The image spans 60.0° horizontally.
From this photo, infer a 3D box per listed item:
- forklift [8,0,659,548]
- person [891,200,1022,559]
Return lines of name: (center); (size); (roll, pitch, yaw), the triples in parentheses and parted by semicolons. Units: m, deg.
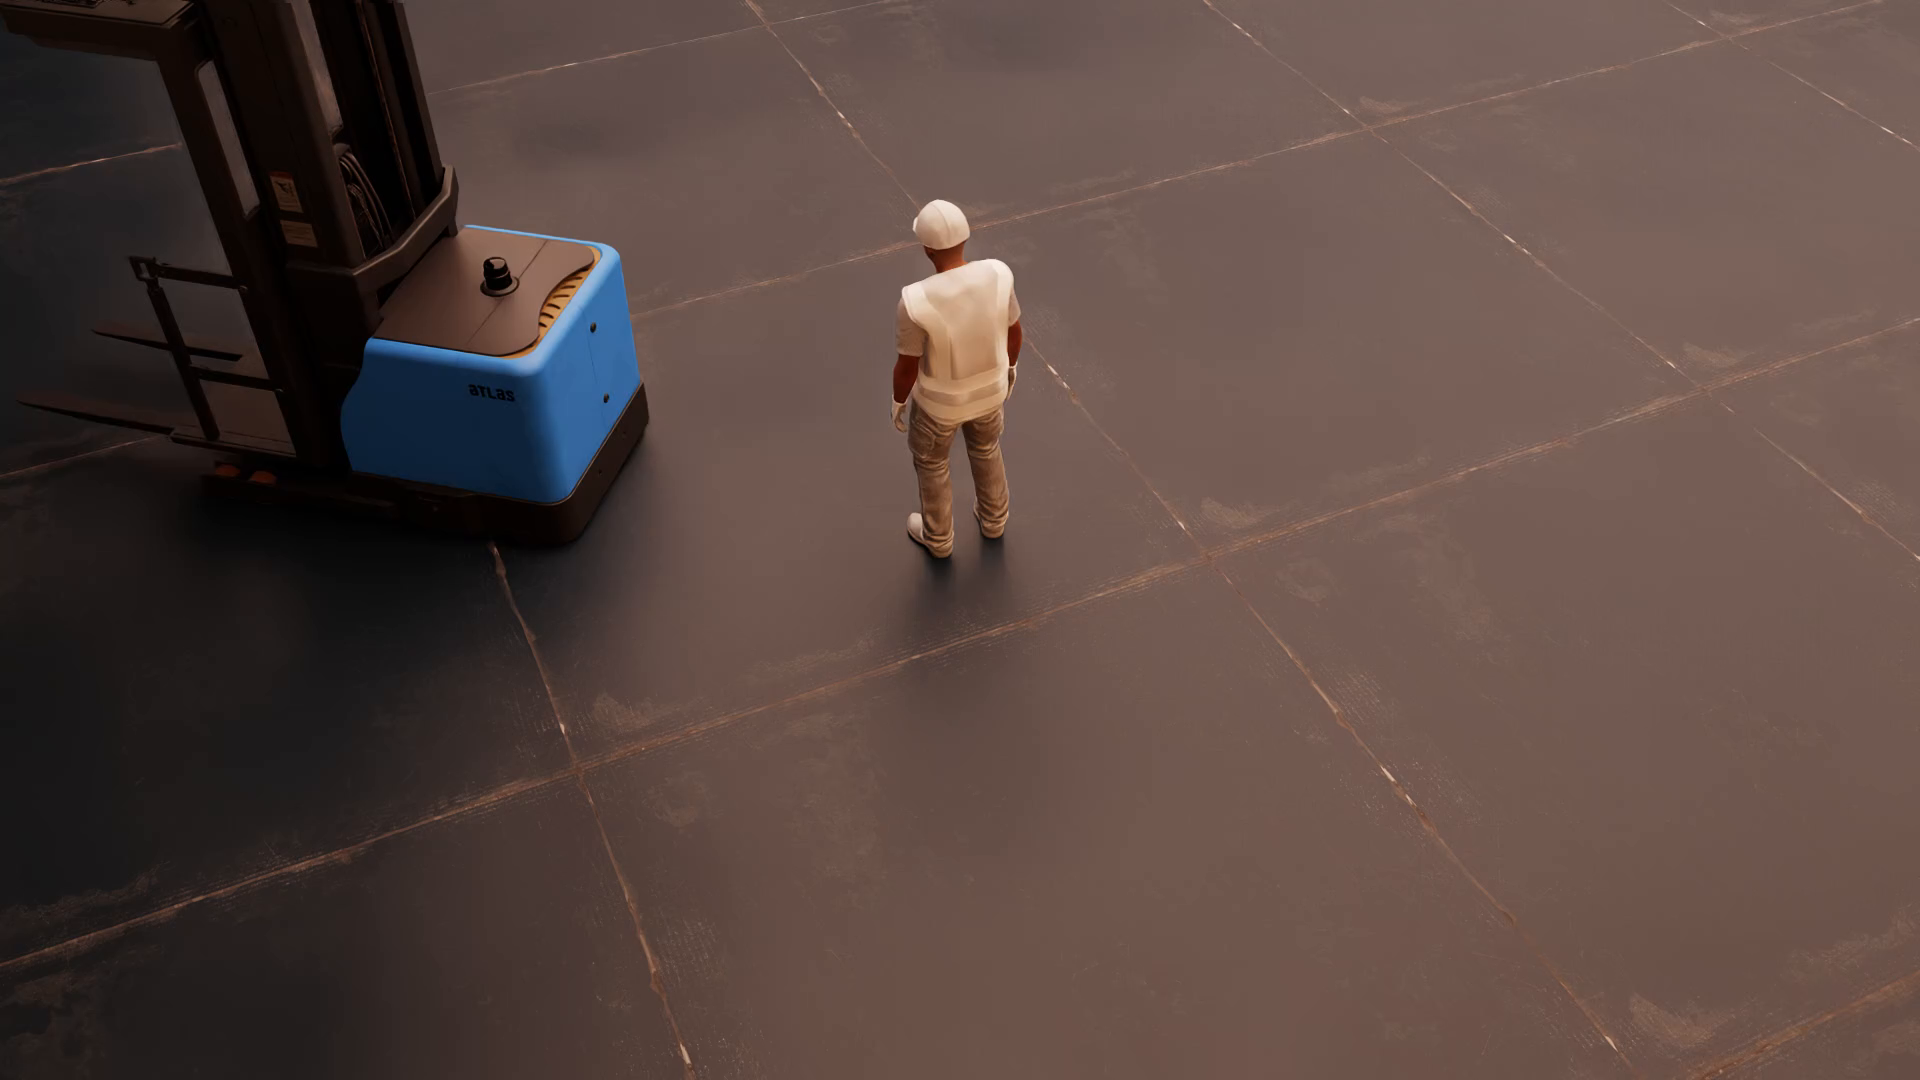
forklift: (-3.090, -1.573, 7.365); (3.031, 2.935, 1.130); (10, 44, 10)
person: (-0.023, -0.669, 7.248); (0.617, 1.773, 0.450); (-19, 46, -19)
